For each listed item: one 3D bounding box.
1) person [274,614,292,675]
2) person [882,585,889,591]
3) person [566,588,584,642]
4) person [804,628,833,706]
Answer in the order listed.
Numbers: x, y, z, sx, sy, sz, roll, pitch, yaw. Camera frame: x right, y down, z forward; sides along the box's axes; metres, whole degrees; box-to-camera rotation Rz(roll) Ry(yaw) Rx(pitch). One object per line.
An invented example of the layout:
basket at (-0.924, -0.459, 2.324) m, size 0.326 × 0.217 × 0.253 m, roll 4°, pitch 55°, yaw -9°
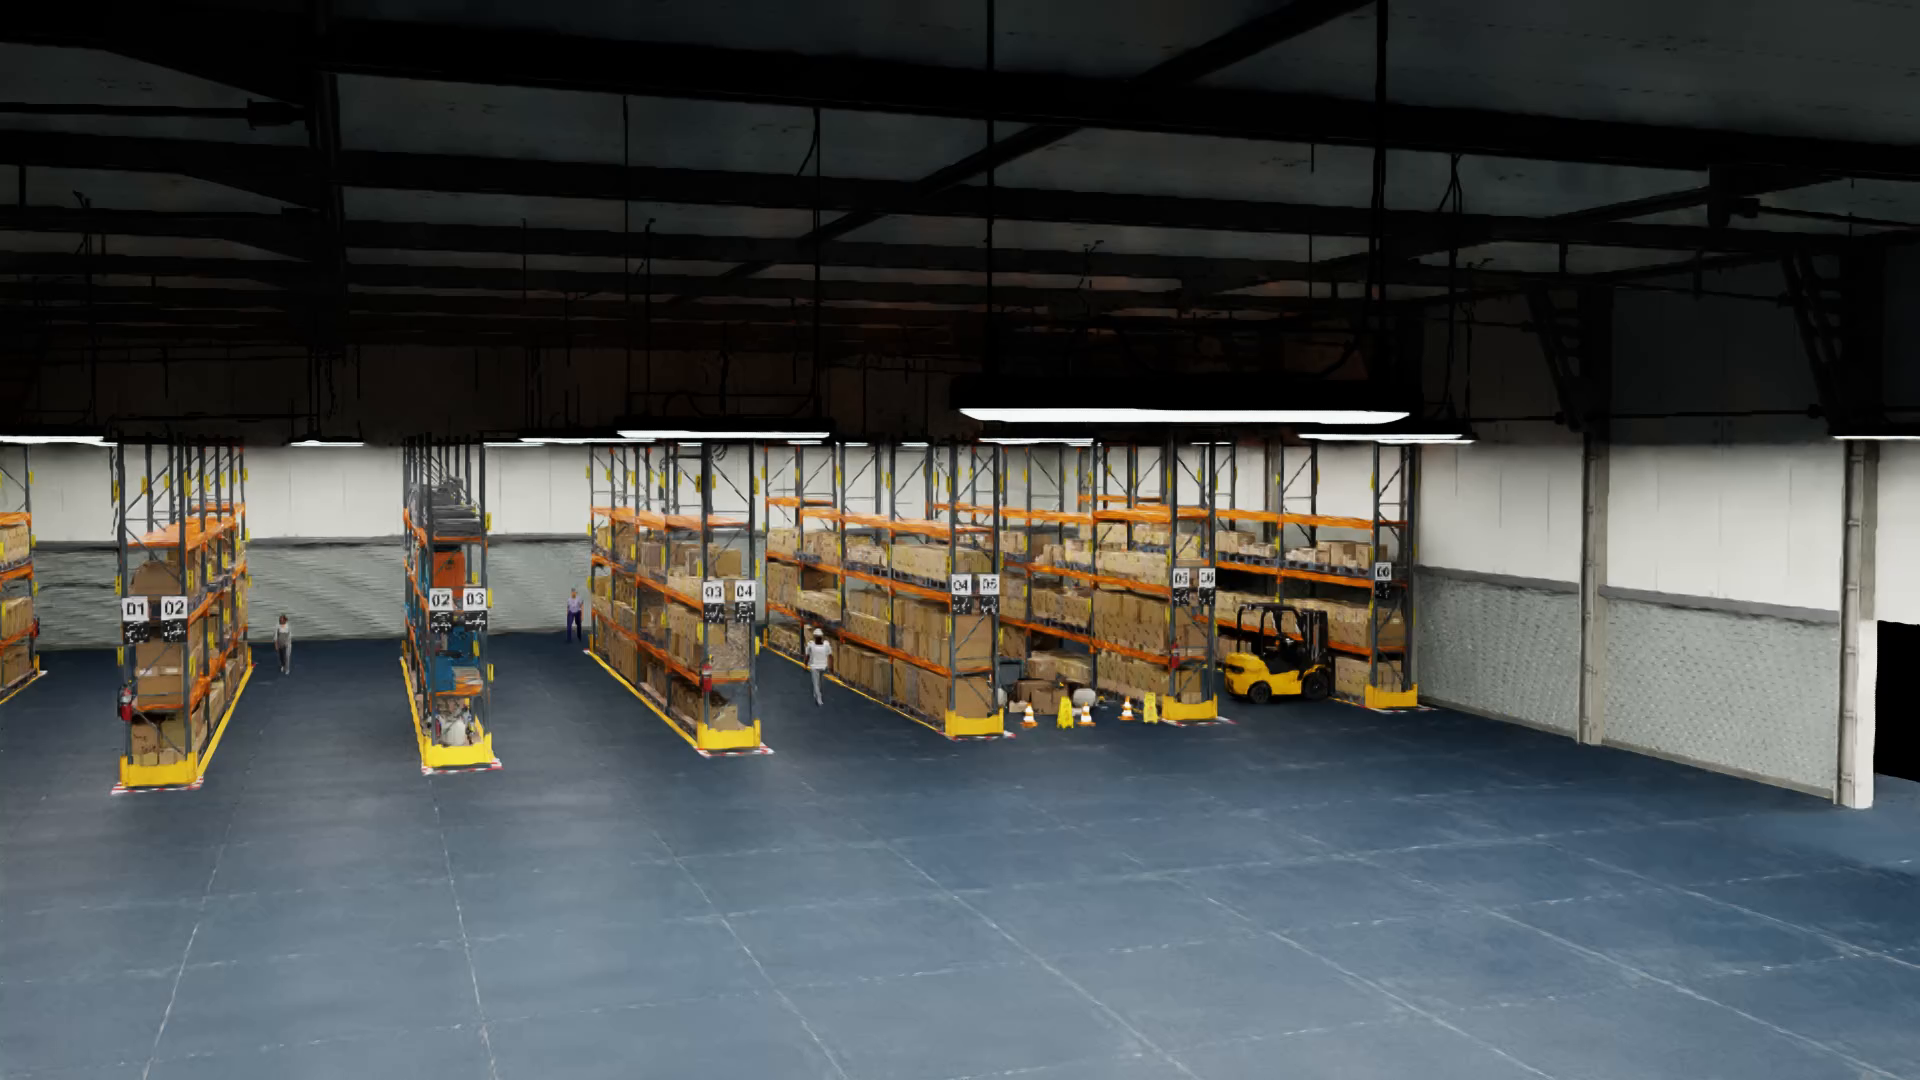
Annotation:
person at (-17.097, 2.622, 42.004) m, size 0.417 × 1.517 × 1.037 m, roll -1°, pitch 3°, yaw -18°
person at (-2.333, 1.948, 52.145) m, size 0.515 × 1.762 × 0.694 m, roll 2°, pitch 4°, yaw 30°
person at (-11.341, 2.203, 49.032) m, size 0.498 × 1.593 × 0.916 m, roll 0°, pitch 3°, yaw -4°
person at (-3.133, 2.814, 37.039) m, size 0.591 × 1.716 × 1.042 m, roll -1°, pitch 3°, yaw -21°
